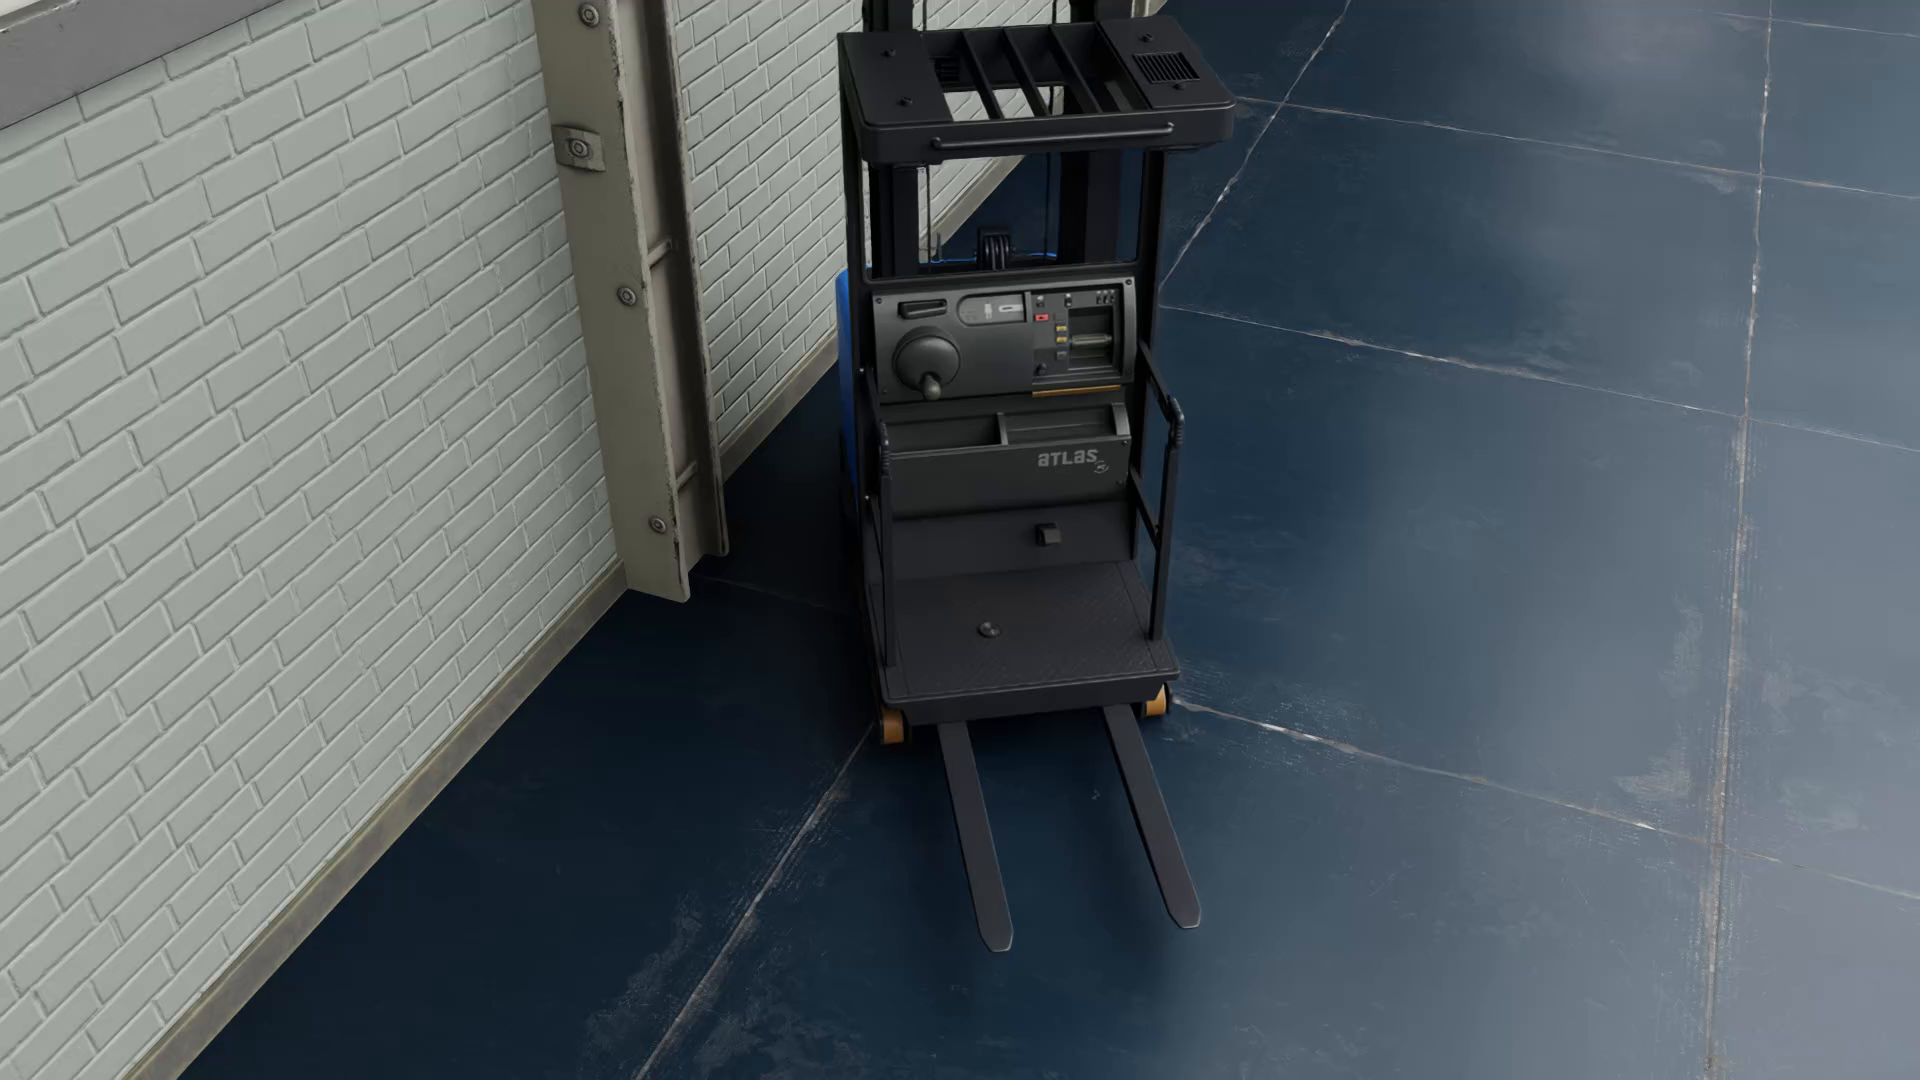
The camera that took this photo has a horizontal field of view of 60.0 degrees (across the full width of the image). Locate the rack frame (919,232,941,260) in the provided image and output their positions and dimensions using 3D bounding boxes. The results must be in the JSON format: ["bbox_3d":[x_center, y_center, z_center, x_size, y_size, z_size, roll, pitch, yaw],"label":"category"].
[{"bbox_3d":[-0.183,-0.923,7.608,0.200,1.050,0.008,-5,37,-7],"label":"rack frame"}]

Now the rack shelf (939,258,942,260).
[{"bbox_3d":[-0.164,-1.070,7.348,0.215,0.259,0.240,-5,37,-7],"label":"rack shelf"}]

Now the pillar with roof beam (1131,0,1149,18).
[{"bbox_3d":[5.053,-5.828,7.531,9.100,9.000,0.400,14,39,18],"label":"pillar with roof beam"}]

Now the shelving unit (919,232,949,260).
[{"bbox_3d":[-0.164,-0.851,7.511,0.215,1.050,0.252,-5,37,-7],"label":"shelving unit"}]

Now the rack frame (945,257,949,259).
[{"bbox_3d":[-0.146,-0.779,7.415,0.200,1.050,0.008,-5,37,-7],"label":"rack frame"}]

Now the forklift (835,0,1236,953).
[{"bbox_3d":[0.195,-0.641,5.659,1.130,2.935,3.031,-5,37,-7],"label":"forklift"}]

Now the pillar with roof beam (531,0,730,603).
[{"bbox_3d":[2.770,-2.506,3.087,9.100,9.000,0.400,14,39,18],"label":"pillar with roof beam"}]
